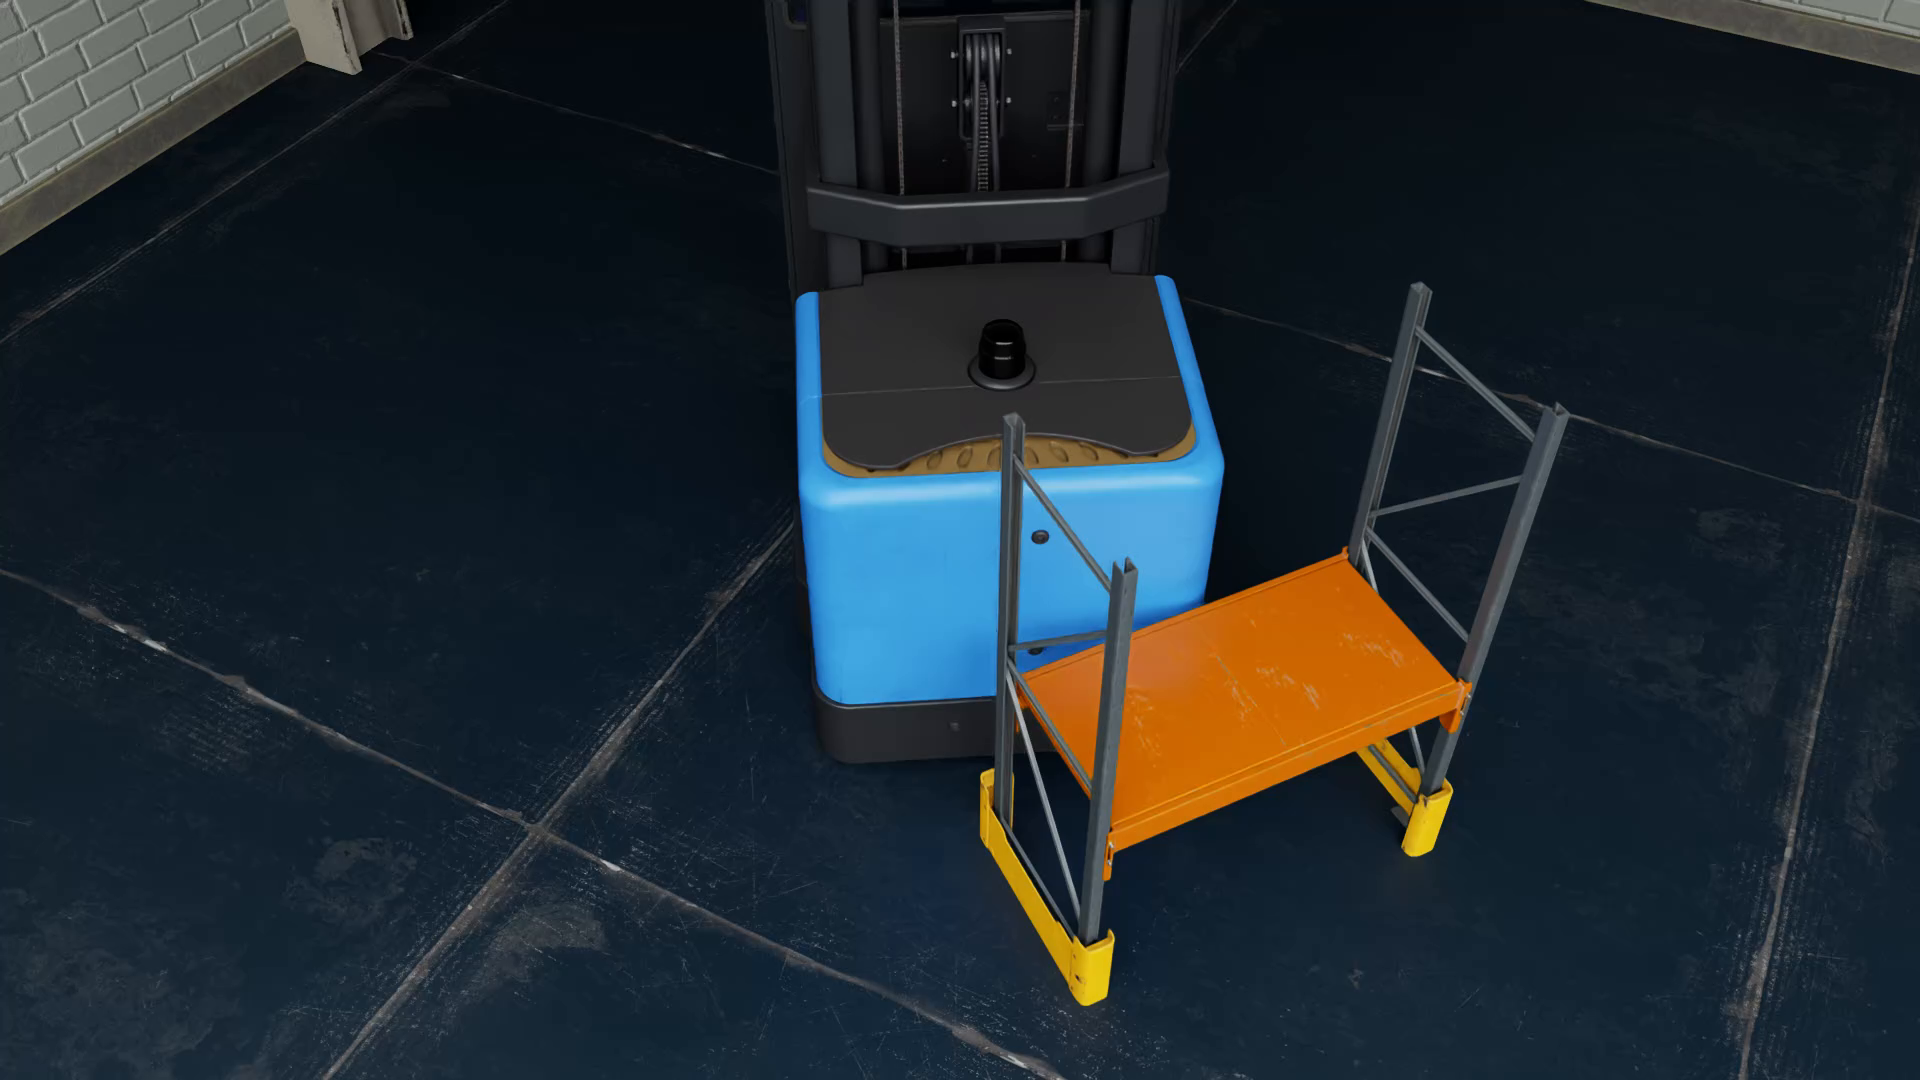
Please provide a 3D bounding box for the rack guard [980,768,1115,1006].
[{"bbox_3d":[0.210,0.869,4.216,0.087,0.250,0.587,-19,48,-18],"label":"rack guard"}]

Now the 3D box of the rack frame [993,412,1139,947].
[{"bbox_3d":[0.209,0.430,3.771,0.032,1.500,0.500,-19,48,-18],"label":"rack frame"}]

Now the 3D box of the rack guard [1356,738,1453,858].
[{"bbox_3d":[1.107,0.560,4.521,0.087,0.250,0.587,-19,48,-18],"label":"rack guard"}]

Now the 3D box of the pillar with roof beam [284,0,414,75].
[{"bbox_3d":[1.126,-3.946,2.823,9.100,9.000,0.400,20,49,19],"label":"pillar with roof beam"}]

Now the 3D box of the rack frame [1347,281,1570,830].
[{"bbox_3d":[1.124,0.114,4.083,0.032,1.500,0.500,-19,48,-18],"label":"rack frame"}]

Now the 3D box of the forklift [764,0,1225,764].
[{"bbox_3d":[0.016,-1.465,4.638,1.130,2.935,3.031,-3,45,-3],"label":"forklift"}]

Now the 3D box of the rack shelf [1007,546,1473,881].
[{"bbox_3d":[0.667,0.398,4.055,1.000,0.185,0.538,-19,48,-18],"label":"rack shelf"}]

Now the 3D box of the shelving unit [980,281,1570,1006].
[{"bbox_3d":[0.659,0.275,3.924,1.083,1.500,0.587,-19,48,-18],"label":"shelving unit"}]
